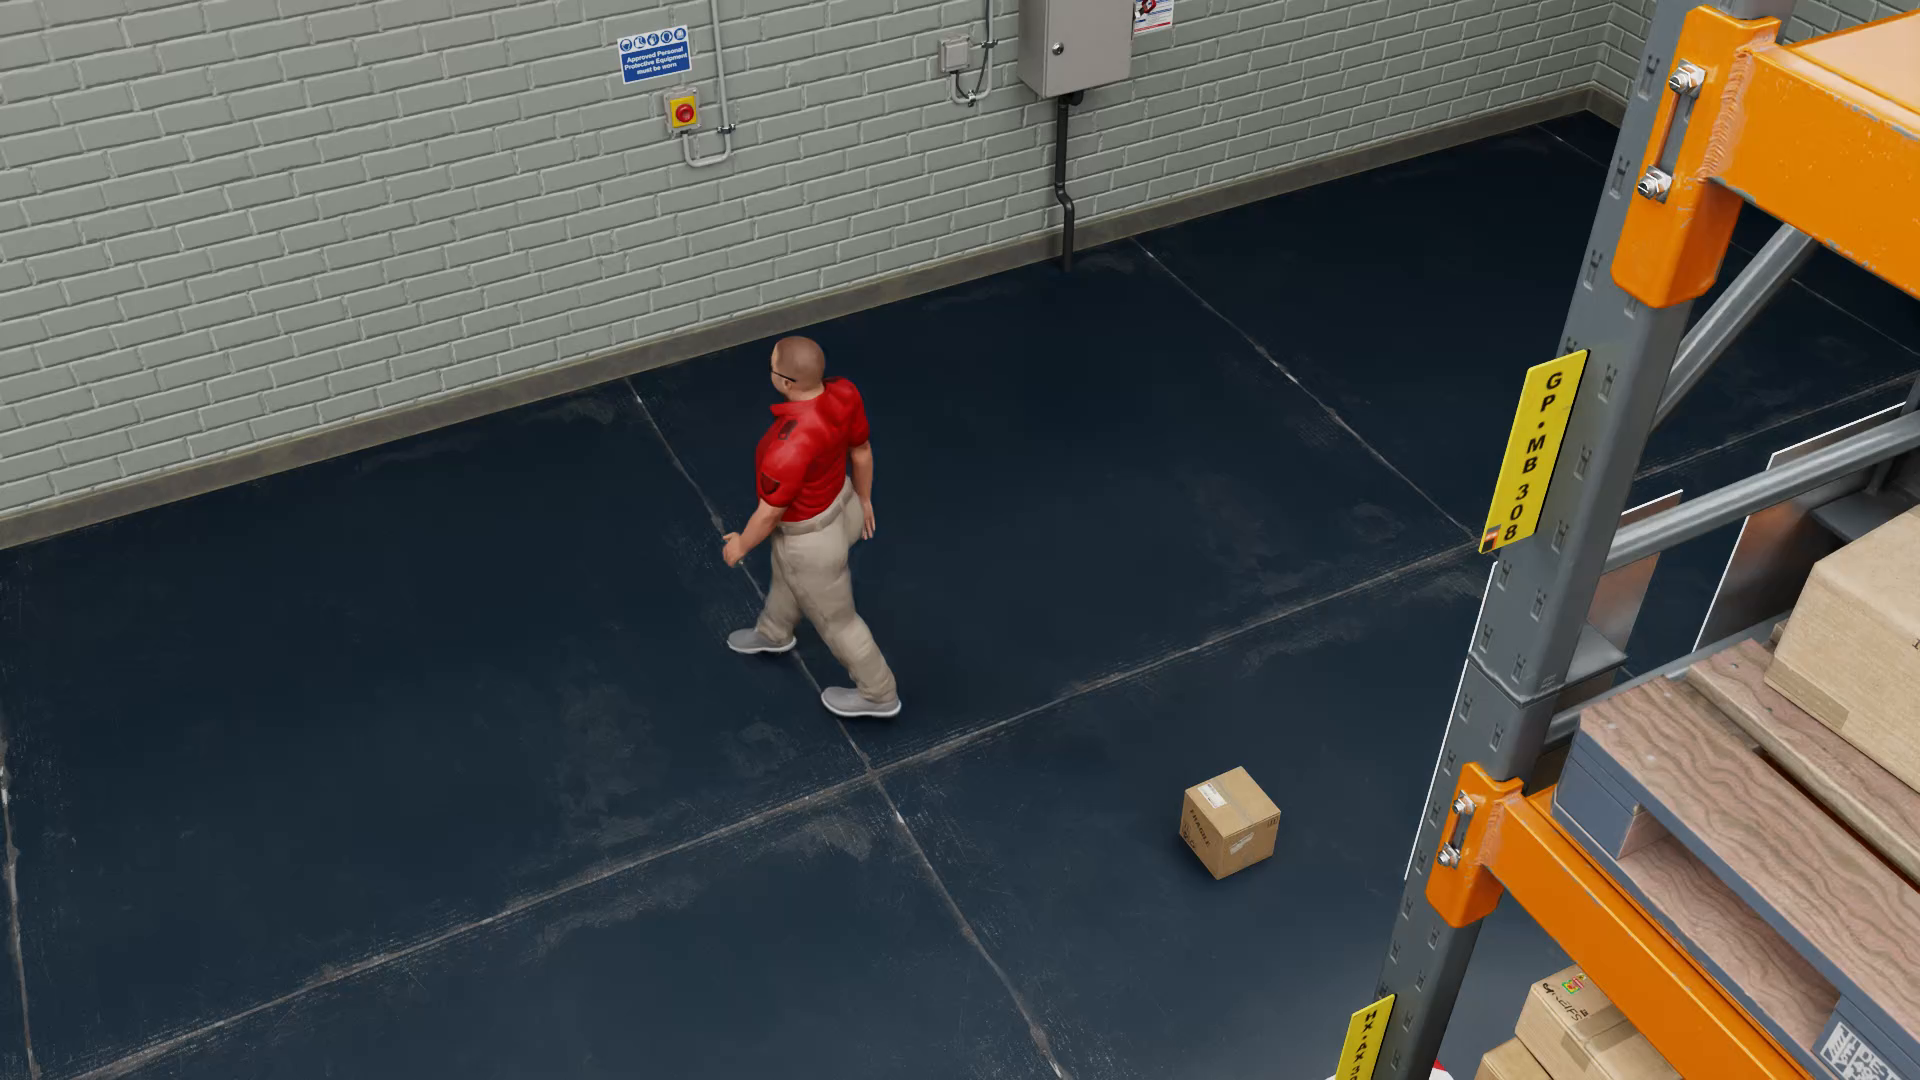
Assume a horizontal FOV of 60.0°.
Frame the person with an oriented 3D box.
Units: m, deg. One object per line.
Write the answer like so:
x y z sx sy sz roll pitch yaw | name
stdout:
-0.626 -0.043 6.230 0.850 1.742 0.550 14 43 16 | person
